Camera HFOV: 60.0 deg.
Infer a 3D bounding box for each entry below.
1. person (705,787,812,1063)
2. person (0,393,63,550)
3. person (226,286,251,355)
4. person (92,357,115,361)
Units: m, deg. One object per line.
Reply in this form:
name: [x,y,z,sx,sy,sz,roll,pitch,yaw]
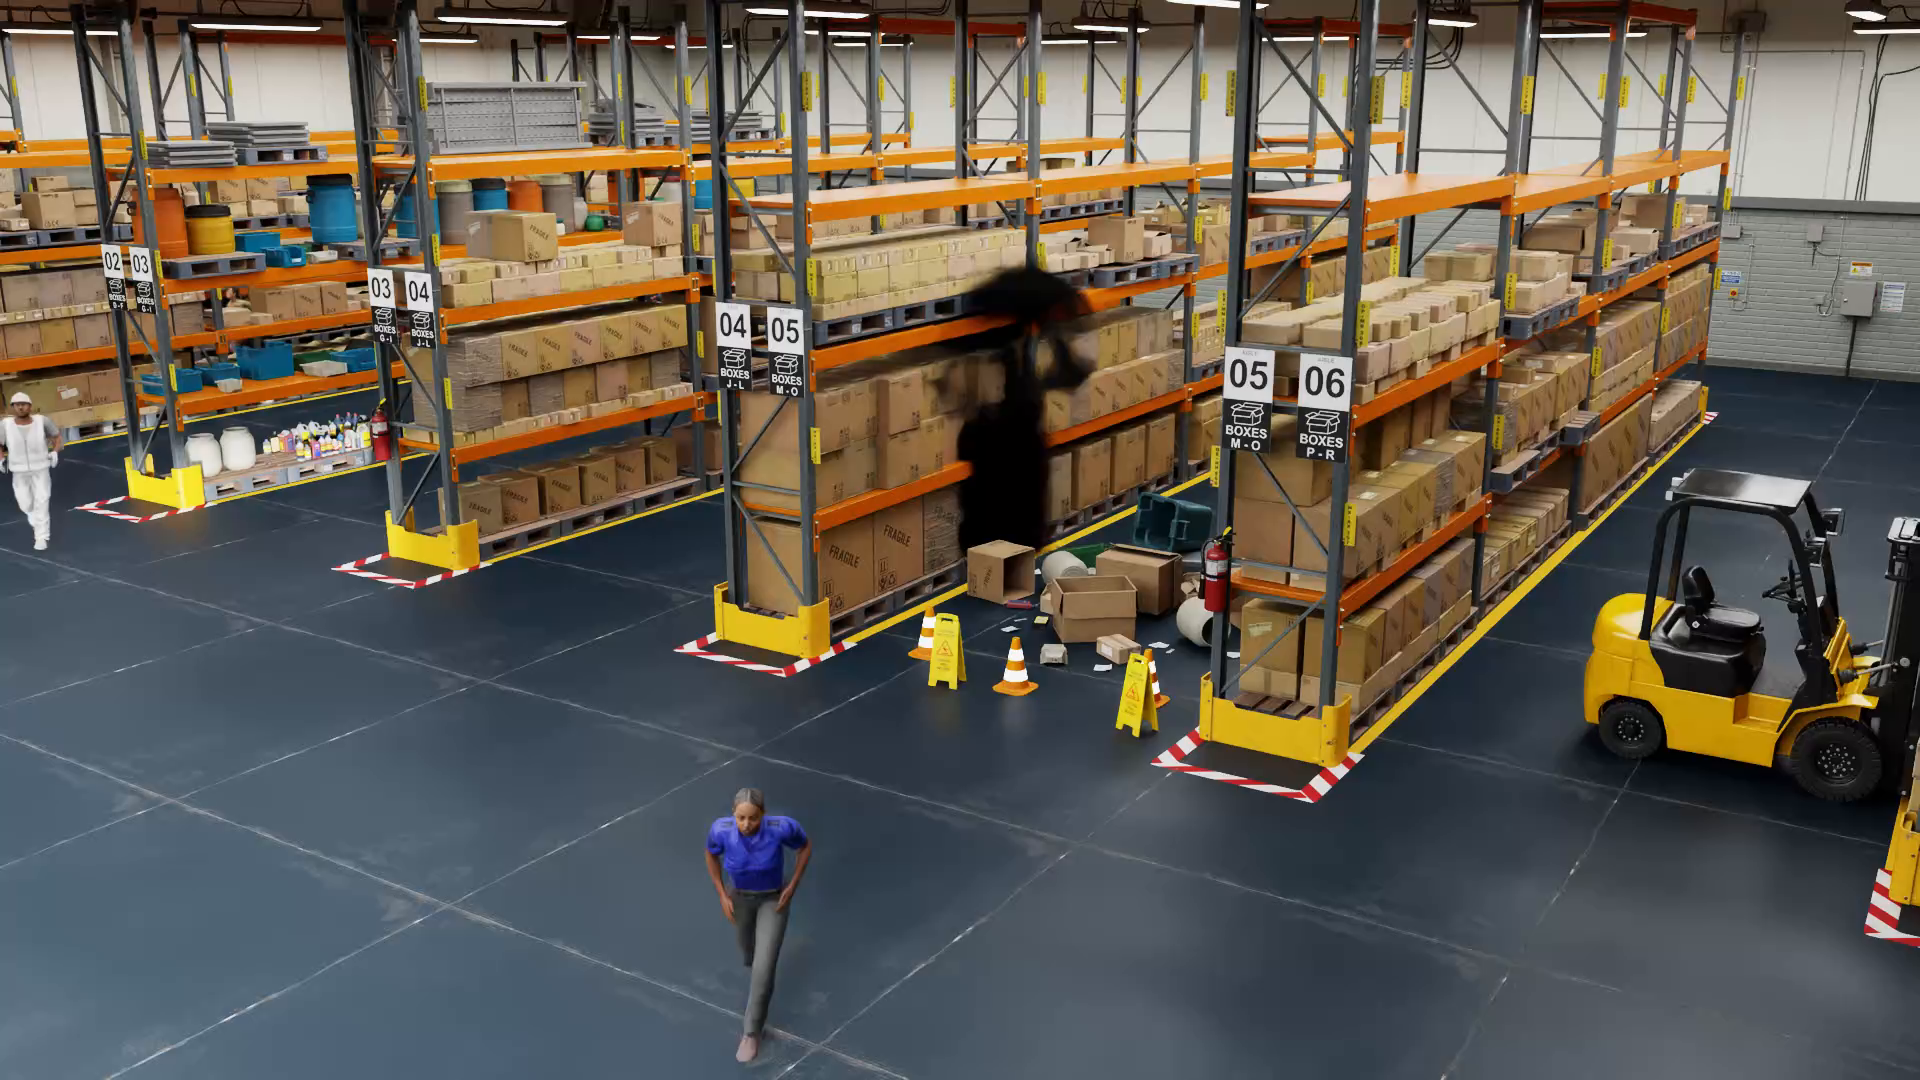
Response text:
person: [-1.102,1.987,9.228,0.583,1.614,0.894,-1,16,-4]
person: [-10.550,-0.811,18.901,0.693,1.760,0.779,-7,17,-24]
person: [-12.686,-3.670,29.317,0.588,1.614,0.773,11,19,34]
person: [-13.740,-2.862,26.728,0.681,1.601,1.021,8,17,27]
